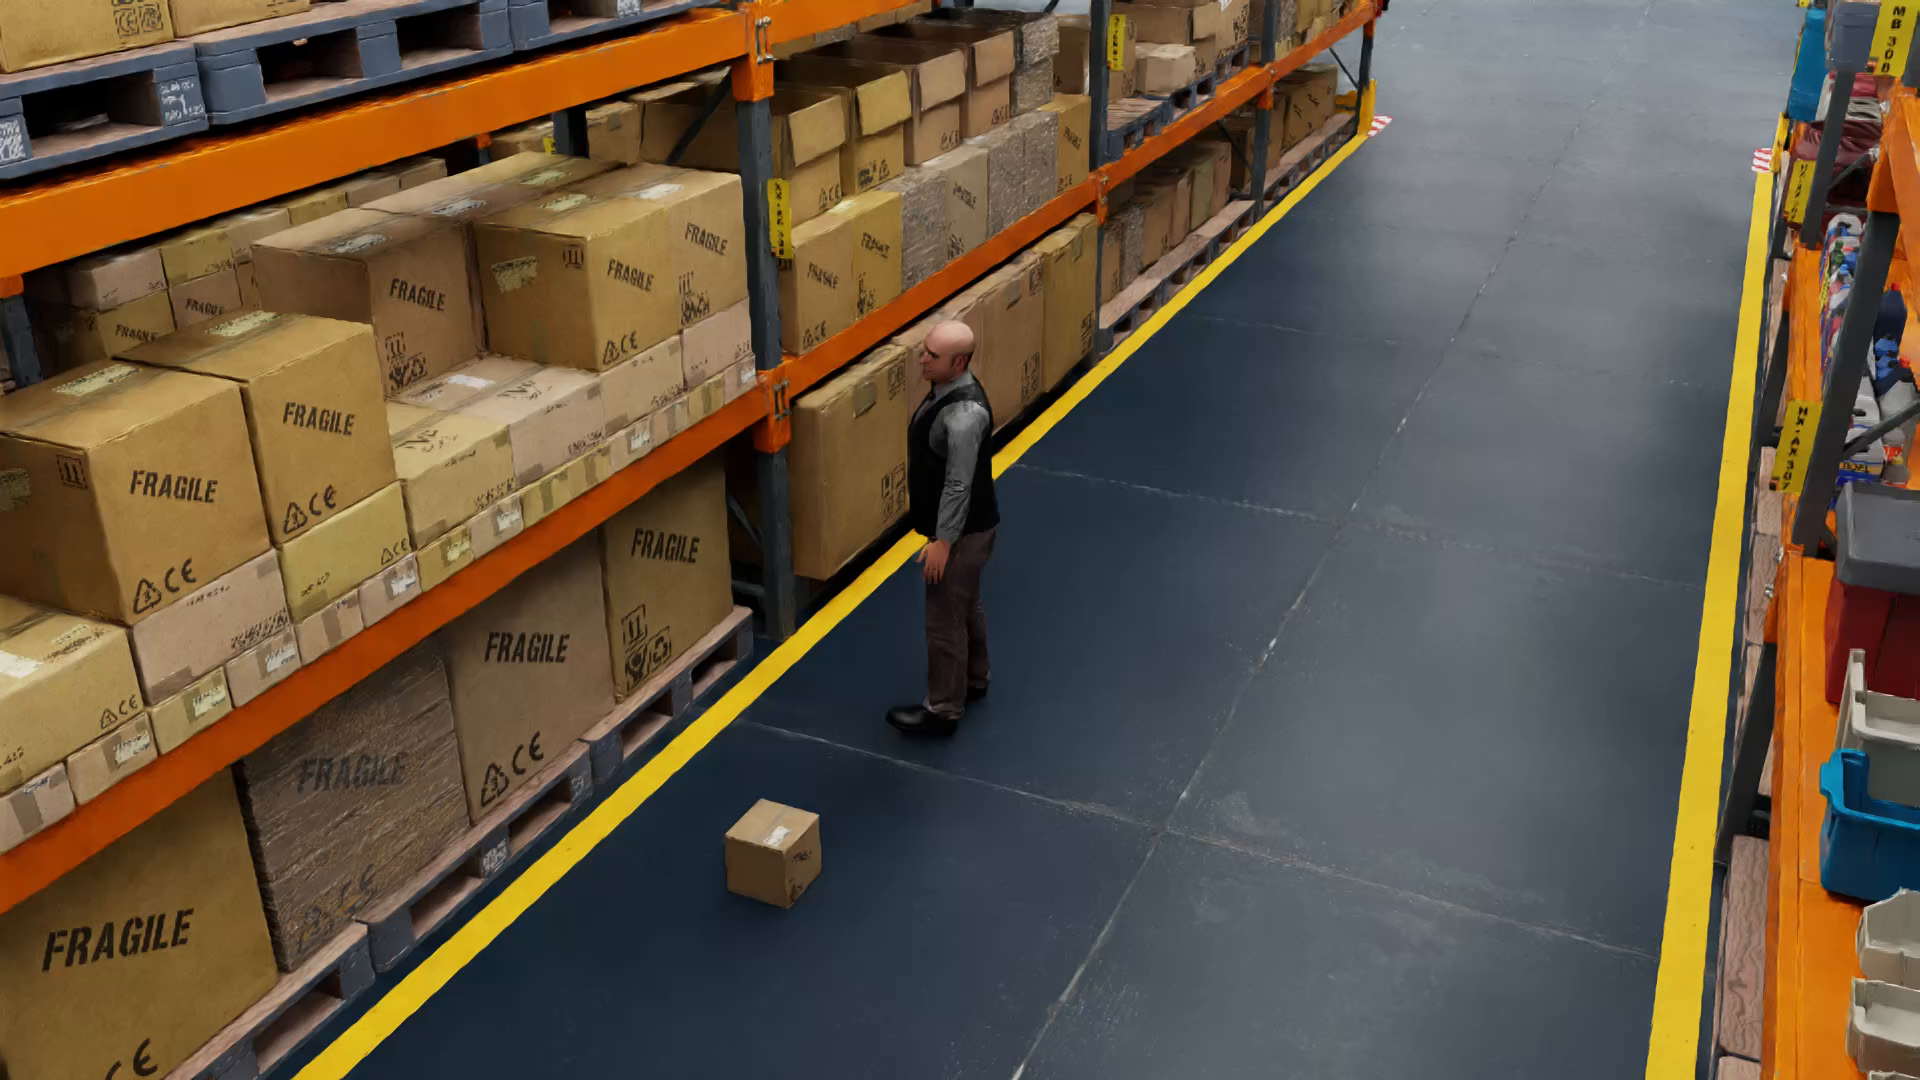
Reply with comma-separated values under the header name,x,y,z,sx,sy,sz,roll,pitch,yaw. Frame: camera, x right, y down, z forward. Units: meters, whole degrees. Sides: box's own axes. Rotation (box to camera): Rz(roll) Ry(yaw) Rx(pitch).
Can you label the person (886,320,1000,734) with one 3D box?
name,x,y,z,sx,sy,sz,roll,pitch,yaw
person,-0.082,-0.053,6.685,0.470,1.731,0.591,-1,26,-3
